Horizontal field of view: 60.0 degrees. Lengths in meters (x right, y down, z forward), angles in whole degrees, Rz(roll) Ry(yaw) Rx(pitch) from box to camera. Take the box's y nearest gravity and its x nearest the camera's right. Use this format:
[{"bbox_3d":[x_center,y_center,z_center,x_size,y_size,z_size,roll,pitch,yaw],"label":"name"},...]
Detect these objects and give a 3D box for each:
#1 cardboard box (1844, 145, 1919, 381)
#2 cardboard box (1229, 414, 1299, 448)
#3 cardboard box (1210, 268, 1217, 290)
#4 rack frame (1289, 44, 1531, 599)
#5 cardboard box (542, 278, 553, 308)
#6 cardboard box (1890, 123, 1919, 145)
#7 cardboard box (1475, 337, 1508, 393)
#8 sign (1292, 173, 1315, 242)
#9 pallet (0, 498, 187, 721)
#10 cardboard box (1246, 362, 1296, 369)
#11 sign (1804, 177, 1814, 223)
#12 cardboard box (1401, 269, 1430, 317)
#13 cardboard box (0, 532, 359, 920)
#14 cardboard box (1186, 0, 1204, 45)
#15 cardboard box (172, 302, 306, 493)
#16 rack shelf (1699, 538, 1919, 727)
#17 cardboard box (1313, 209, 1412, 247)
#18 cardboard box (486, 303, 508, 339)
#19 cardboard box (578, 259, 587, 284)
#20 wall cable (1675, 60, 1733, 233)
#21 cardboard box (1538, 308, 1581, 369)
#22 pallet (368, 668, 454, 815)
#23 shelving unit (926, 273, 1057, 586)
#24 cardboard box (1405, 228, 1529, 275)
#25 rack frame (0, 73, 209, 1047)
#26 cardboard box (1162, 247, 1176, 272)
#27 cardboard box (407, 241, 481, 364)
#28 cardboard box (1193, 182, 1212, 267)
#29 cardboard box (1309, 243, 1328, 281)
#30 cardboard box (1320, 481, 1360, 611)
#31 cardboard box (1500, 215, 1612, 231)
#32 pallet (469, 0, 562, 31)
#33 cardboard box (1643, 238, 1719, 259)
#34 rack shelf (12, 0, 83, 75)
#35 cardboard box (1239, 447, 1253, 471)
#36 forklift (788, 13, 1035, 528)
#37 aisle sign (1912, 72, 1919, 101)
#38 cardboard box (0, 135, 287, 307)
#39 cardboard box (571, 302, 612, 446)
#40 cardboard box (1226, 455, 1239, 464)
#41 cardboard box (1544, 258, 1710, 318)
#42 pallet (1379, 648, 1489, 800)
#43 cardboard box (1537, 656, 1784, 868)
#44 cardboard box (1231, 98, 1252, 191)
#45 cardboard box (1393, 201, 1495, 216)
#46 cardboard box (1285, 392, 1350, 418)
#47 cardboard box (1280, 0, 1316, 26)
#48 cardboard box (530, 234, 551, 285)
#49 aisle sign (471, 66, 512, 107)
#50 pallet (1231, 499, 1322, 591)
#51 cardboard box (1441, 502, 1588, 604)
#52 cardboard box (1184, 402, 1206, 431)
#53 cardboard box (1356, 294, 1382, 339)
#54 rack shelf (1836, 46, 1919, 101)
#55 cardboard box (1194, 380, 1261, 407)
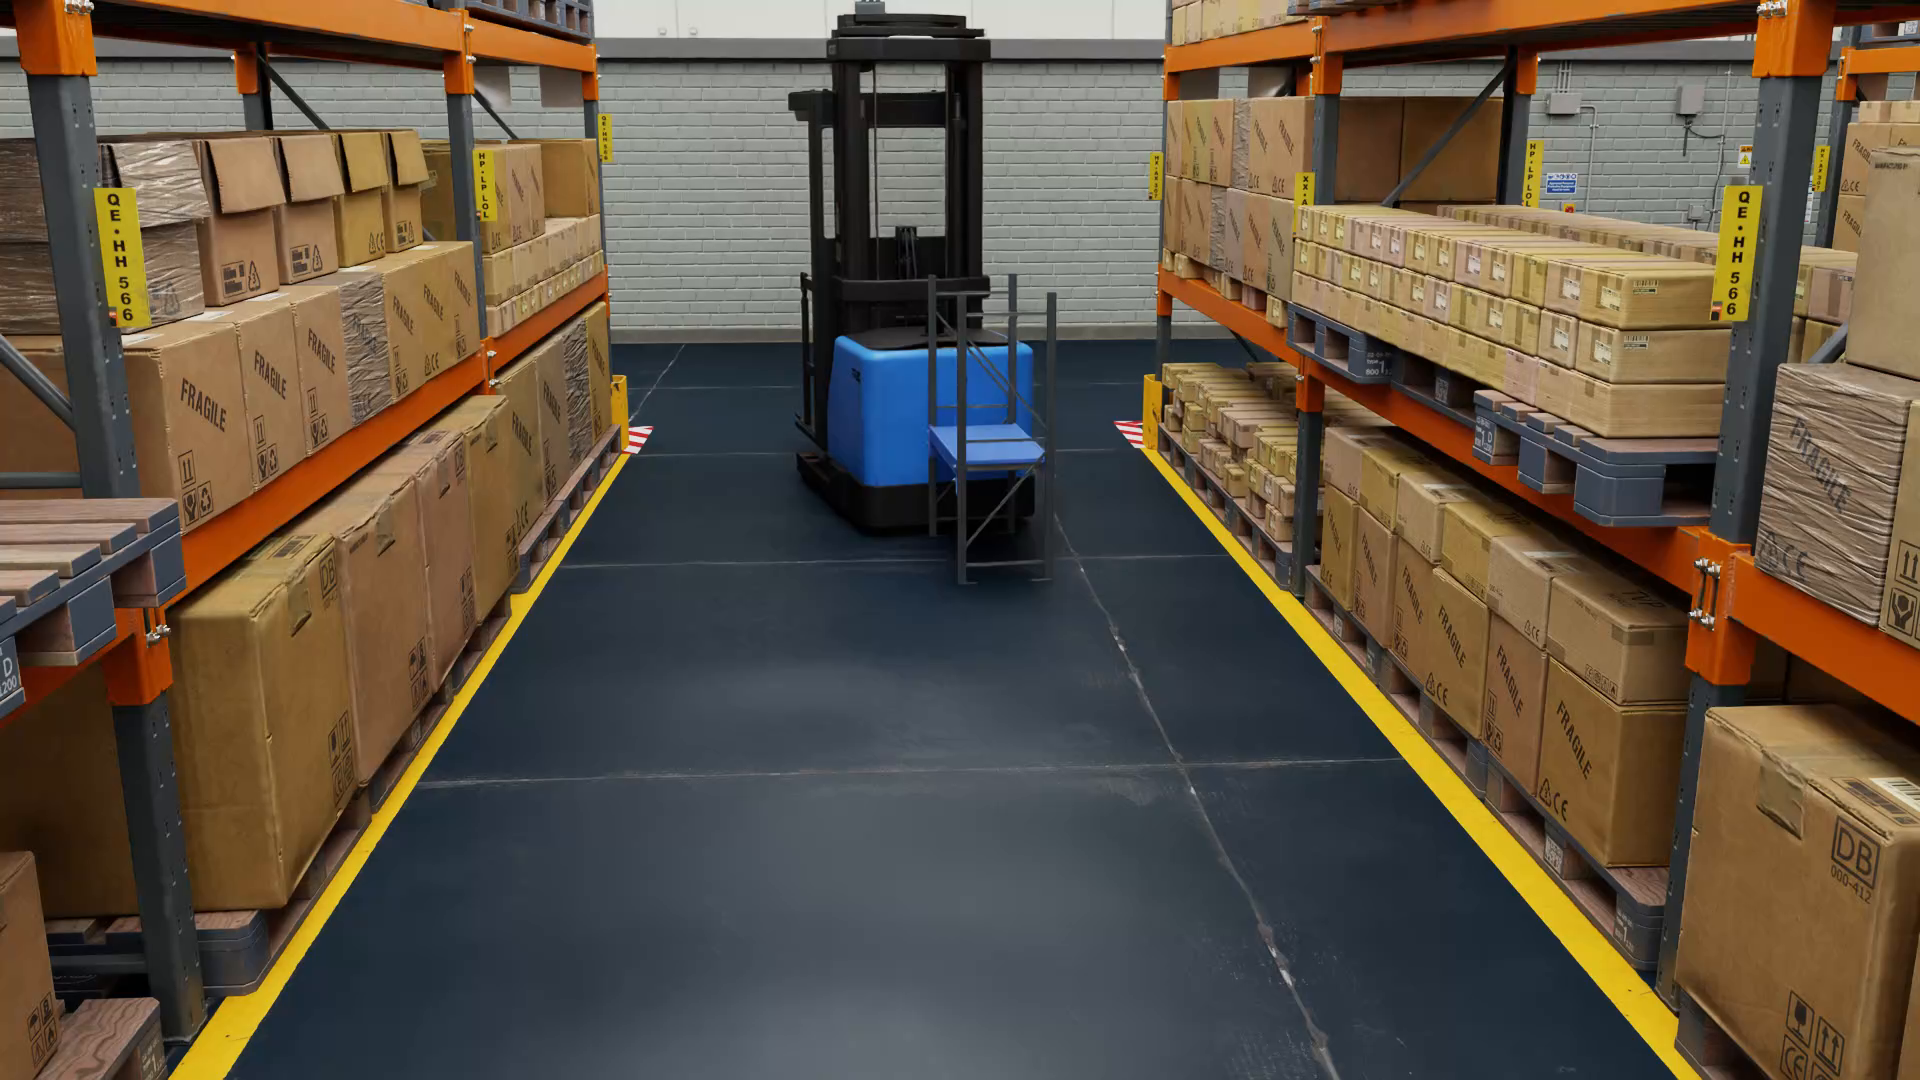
[{"bbox_3d":[2.451,-0.605,3.652,0.700,0.500,0.500,-1,14,-4],"label":"cardboard box"},{"bbox_3d":[1.778,-0.631,9.643,0.380,0.149,0.250,-2,15,-6],"label":"cardboard box"},{"bbox_3d":[1.783,-1.644,10.401,0.380,0.149,0.250,-1,14,-5],"label":"cardboard box"},{"bbox_3d":[2.185,-1.179,8.090,1.000,3.000,0.127,-1,14,-3],"label":"rack frame"},{"bbox_3d":[-2.538,-1.407,9.480,0.380,0.149,0.250,-1,14,-3],"label":"cardboard box"},{"bbox_3d":[6.656,-2.556,11.234,0.500,0.500,0.500,-1,14,-5],"label":"cardboard box"},{"bbox_3d":[1.902,-0.569,5.381,0.380,0.149,0.250,-1,14,-4],"label":"cardboard box"},{"bbox_3d":[1.644,-1.588,7.942,0.100,0.325,0.005,-1,14,-3],"label":"sign"},{"bbox_3d":[-2.373,0.136,3.365,1.213,0.211,1.003,-1,14,-3],"label":"pallet"},{"bbox_3d":[2.223,-1.157,11.688,0.380,0.149,0.250,-1,14,-3],"label":"cardboard box"},{"bbox_3d":[9.085,-3.687,18.026,0.329,0.494,0.001,-1,14,-3],"label":"sign"},{"bbox_3d":[1.850,-0.911,6.111,0.380,0.149,0.250,-1,14,-5],"label":"cardboard box"},{"bbox_3d":[-2.545,0.521,4.904,1.225,0.875,0.875,-2,15,-6],"label":"cardboard box"},{"bbox_3d":[1.739,-3.307,10.642,0.500,0.250,0.500,0,14,-2],"label":"cardboard box"},{"bbox_3d":[-2.316,-0.435,4.995,0.500,0.500,0.500,-1,14,-5],"label":"cardboard box"},{"bbox_3d":[2.557,0.661,2.380,1.077,0.370,4.000,-1,14,-3],"label":"rack shelf"},{"bbox_3d":[1.774,-1.375,7.317,0.380,0.149,0.250,0,14,-2],"label":"cardboard box"},{"bbox_3d":[-2.458,-1.085,8.227,0.380,0.149,0.250,-1,14,-3],"label":"cardboard box"},{"bbox_3d":[-2.622,-1.728,10.727,0.380,0.149,0.250,-1,14,-2],"label":"cardboard box"},{"bbox_3d":[7.914,-4.194,17.769,0.588,1.984,0.122,-1,14,-3],"label":"wall cable"},{"bbox_3d":[1.930,-0.592,4.873,0.380,0.149,0.250,0,14,-1],"label":"cardboard box"},{"bbox_3d":[-2.570,0.718,6.314,1.003,0.211,1.213,-1,14,-3],"label":"pallet"},{"bbox_3d":[0.152,-0.629,8.959,0.538,1.500,1.048,-2,15,-9],"label":"shelving unit"},{"bbox_3d":[1.852,-1.055,6.076,0.380,0.149,0.250,0,14,-2],"label":"cardboard box"},{"bbox_3d":[-2.523,-0.133,4.023,1.000,3.000,0.127,-1,14,-3],"label":"rack frame"},{"bbox_3d":[1.631,-1.967,11.654,0.380,0.149,0.250,-1,14,-4],"label":"cardboard box"},{"bbox_3d":[-2.470,-1.064,7.441,0.500,0.500,0.500,-1,14,-3],"label":"cardboard box"},{"bbox_3d":[1.766,-1.996,10.466,0.500,0.500,0.500,-1,14,-3],"label":"cardboard box"},{"bbox_3d":[1.769,-1.235,7.373,0.380,0.149,0.250,-1,14,-5],"label":"cardboard box"},{"bbox_3d":[1.967,0.016,7.619,0.500,0.500,0.500,0,14,-1],"label":"cardboard box"},{"bbox_3d":[2.453,-1.256,6.855,0.380,0.149,0.250,-1,14,-4],"label":"cardboard box"},{"bbox_3d":[-2.884,-3.044,9.495,1.003,0.211,1.213,-1,14,-3],"label":"pallet"},{"bbox_3d":[2.533,-0.933,5.601,0.380,0.149,0.250,0,14,-1],"label":"cardboard box"},{"bbox_3d":[-2.399,-0.740,1.806,1.077,0.370,4.000,-1,14,-3],"label":"rack shelf"},{"bbox_3d":[1.832,-0.480,9.653,0.380,0.149,0.250,-1,14,-2],"label":"cardboard box"},{"bbox_3d":[-0.465,-1.813,10.692,1.130,2.935,3.031,-4,15,-16],"label":"forklift"},{"bbox_3d":[7.177,-3.557,12.115,0.394,0.787,0.004,-1,14,-3],"label":"aisle sign"},{"bbox_3d":[-2.590,-1.011,5.224,0.797,0.503,0.637,-1,14,-2],"label":"cardboard box"},{"bbox_3d":[-2.900,-1.139,11.355,0.875,0.875,0.875,-1,14,-3],"label":"cardboard box"},{"bbox_3d":[1.808,-0.417,10.008,0.380,0.149,0.250,-1,14,-2],"label":"cardboard box"},{"bbox_3d":[1.932,-0.732,4.817,0.380,0.149,0.250,-1,14,-4],"label":"cardboard box"},{"bbox_3d":[2.314,0.669,6.502,1.003,0.211,1.213,-1,14,-3],"label":"pallet"},{"bbox_3d":[2.132,0.663,5.103,0.500,0.500,0.500,-1,14,-4],"label":"cardboard box"},{"bbox_3d":[1.832,-2.225,9.349,0.500,0.500,0.500,-1,14,-2],"label":"cardboard box"},{"bbox_3d":[2.406,-1.499,8.534,0.500,0.500,0.500,-1,14,-4],"label":"cardboard box"},{"bbox_3d":[2.255,-0.833,10.427,0.380,0.149,0.250,-1,14,-5],"label":"cardboard box"},{"bbox_3d":[1.886,-2.677,8.193,0.500,0.250,0.500,-1,14,-2],"label":"cardboard box"},{"bbox_3d":[-2.602,-1.573,9.322,0.500,0.250,0.500,-1,14,-2],"label":"cardboard box"},{"bbox_3d":[-3.323,-3.395,11.484,0.394,0.787,0.004,-1,14,-3],"label":"aisle sign"},{"bbox_3d":[2.109,0.005,9.084,1.003,0.211,1.213,-1,14,-3],"label":"pallet"},{"bbox_3d":[2.071,0.042,6.014,0.500,0.250,0.500,-1,14,-2],"label":"cardboard box"},{"bbox_3d":[1.686,-0.813,10.946,0.380,0.149,0.250,0,14,-2],"label":"cardboard box"},{"bbox_3d":[1.816,-0.899,6.662,0.380,0.149,0.250,-2,15,-6],"label":"cardboard box"},{"bbox_3d":[6.996,-2.882,10.133,1.077,0.370,4.000,-1,14,-3],"label":"rack shelf"},{"bbox_3d":[1.754,-0.958,10.913,0.380,0.149,0.250,-2,15,-6],"label":"cardboard box"}]
